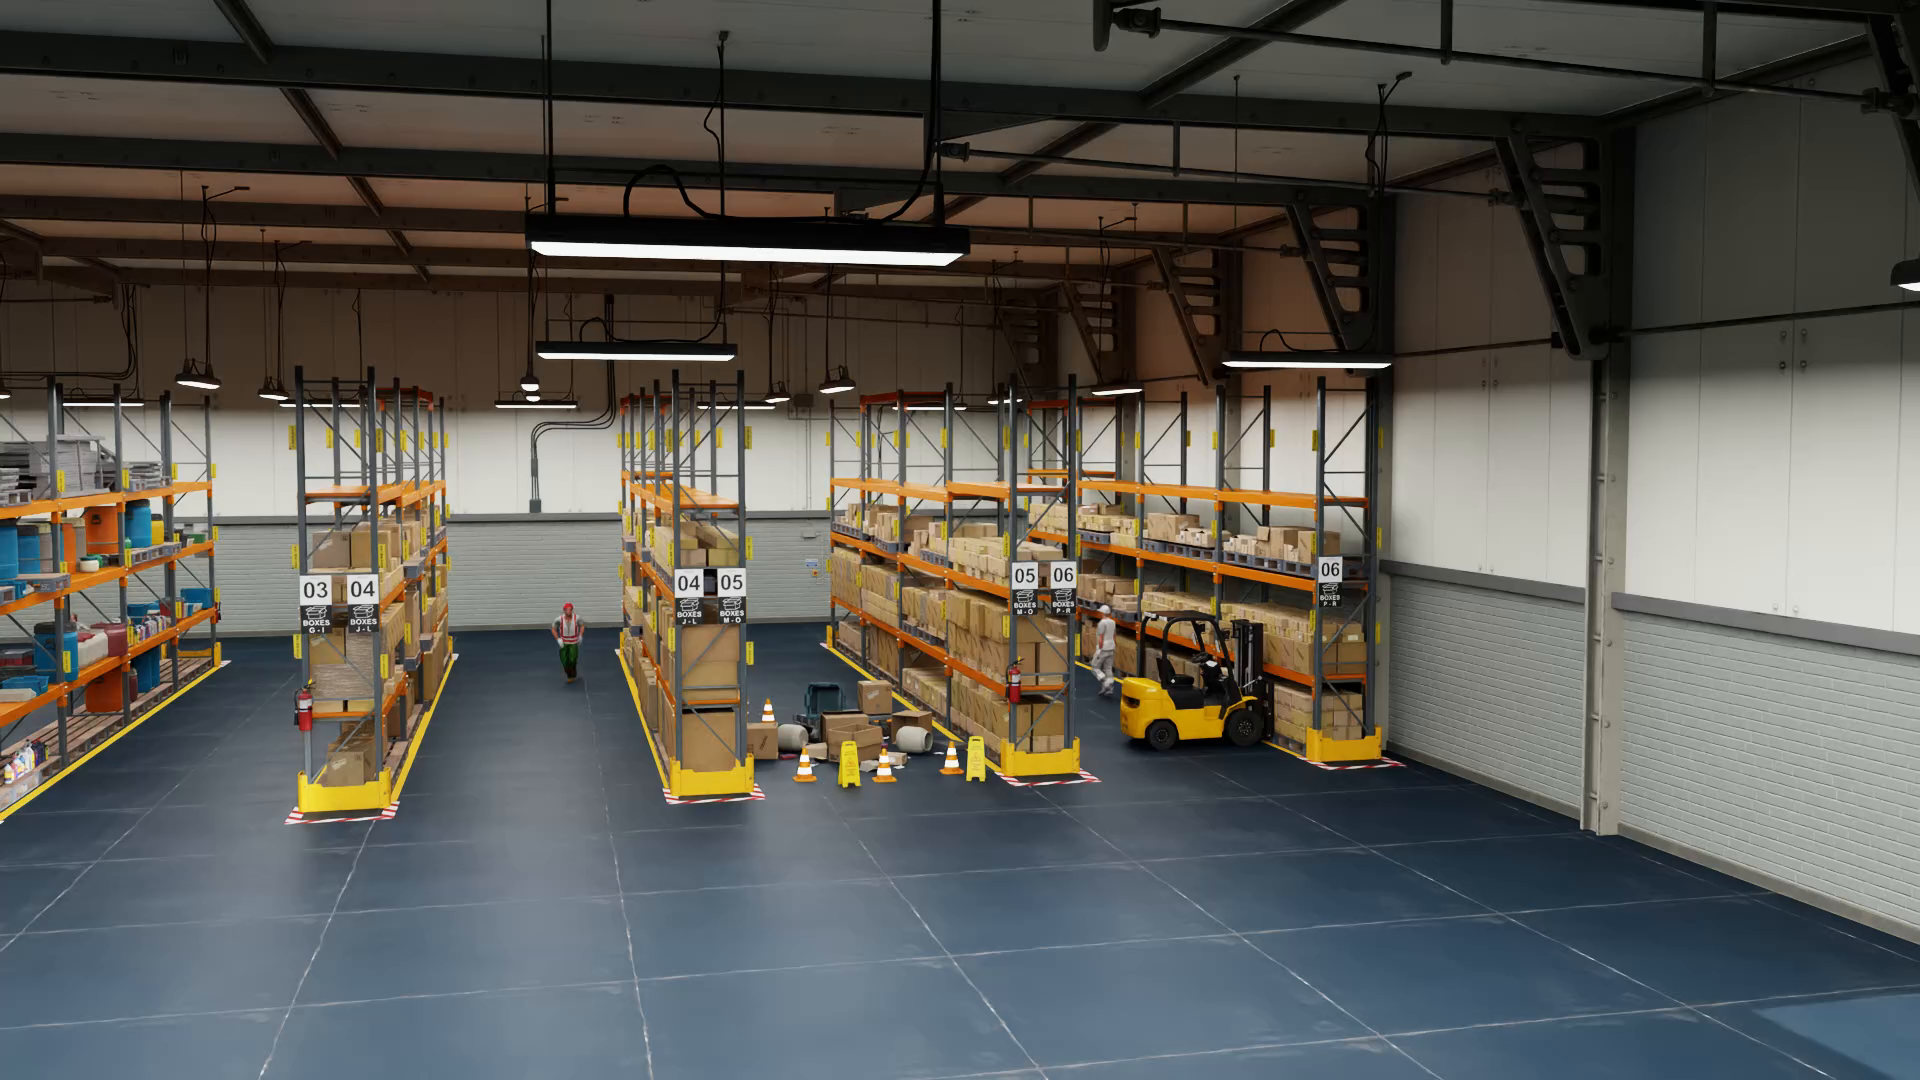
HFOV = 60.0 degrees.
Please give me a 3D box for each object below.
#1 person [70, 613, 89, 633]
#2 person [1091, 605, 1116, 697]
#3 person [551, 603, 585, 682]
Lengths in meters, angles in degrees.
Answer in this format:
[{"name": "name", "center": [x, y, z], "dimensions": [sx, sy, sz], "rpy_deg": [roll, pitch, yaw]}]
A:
[{"name": "person", "center": [-17.940, 2.215, 33.725], "dimensions": [0.471, 1.513, 0.778], "rpy_deg": [0, 3, -3]}, {"name": "person", "center": [2.859, 2.168, 32.509], "dimensions": [0.467, 1.791, 0.602], "rpy_deg": [3, 5, 42]}, {"name": "person", "center": [-8.087, 2.118, 34.320], "dimensions": [0.649, 1.687, 0.626], "rpy_deg": [0, 3, -6]}]
